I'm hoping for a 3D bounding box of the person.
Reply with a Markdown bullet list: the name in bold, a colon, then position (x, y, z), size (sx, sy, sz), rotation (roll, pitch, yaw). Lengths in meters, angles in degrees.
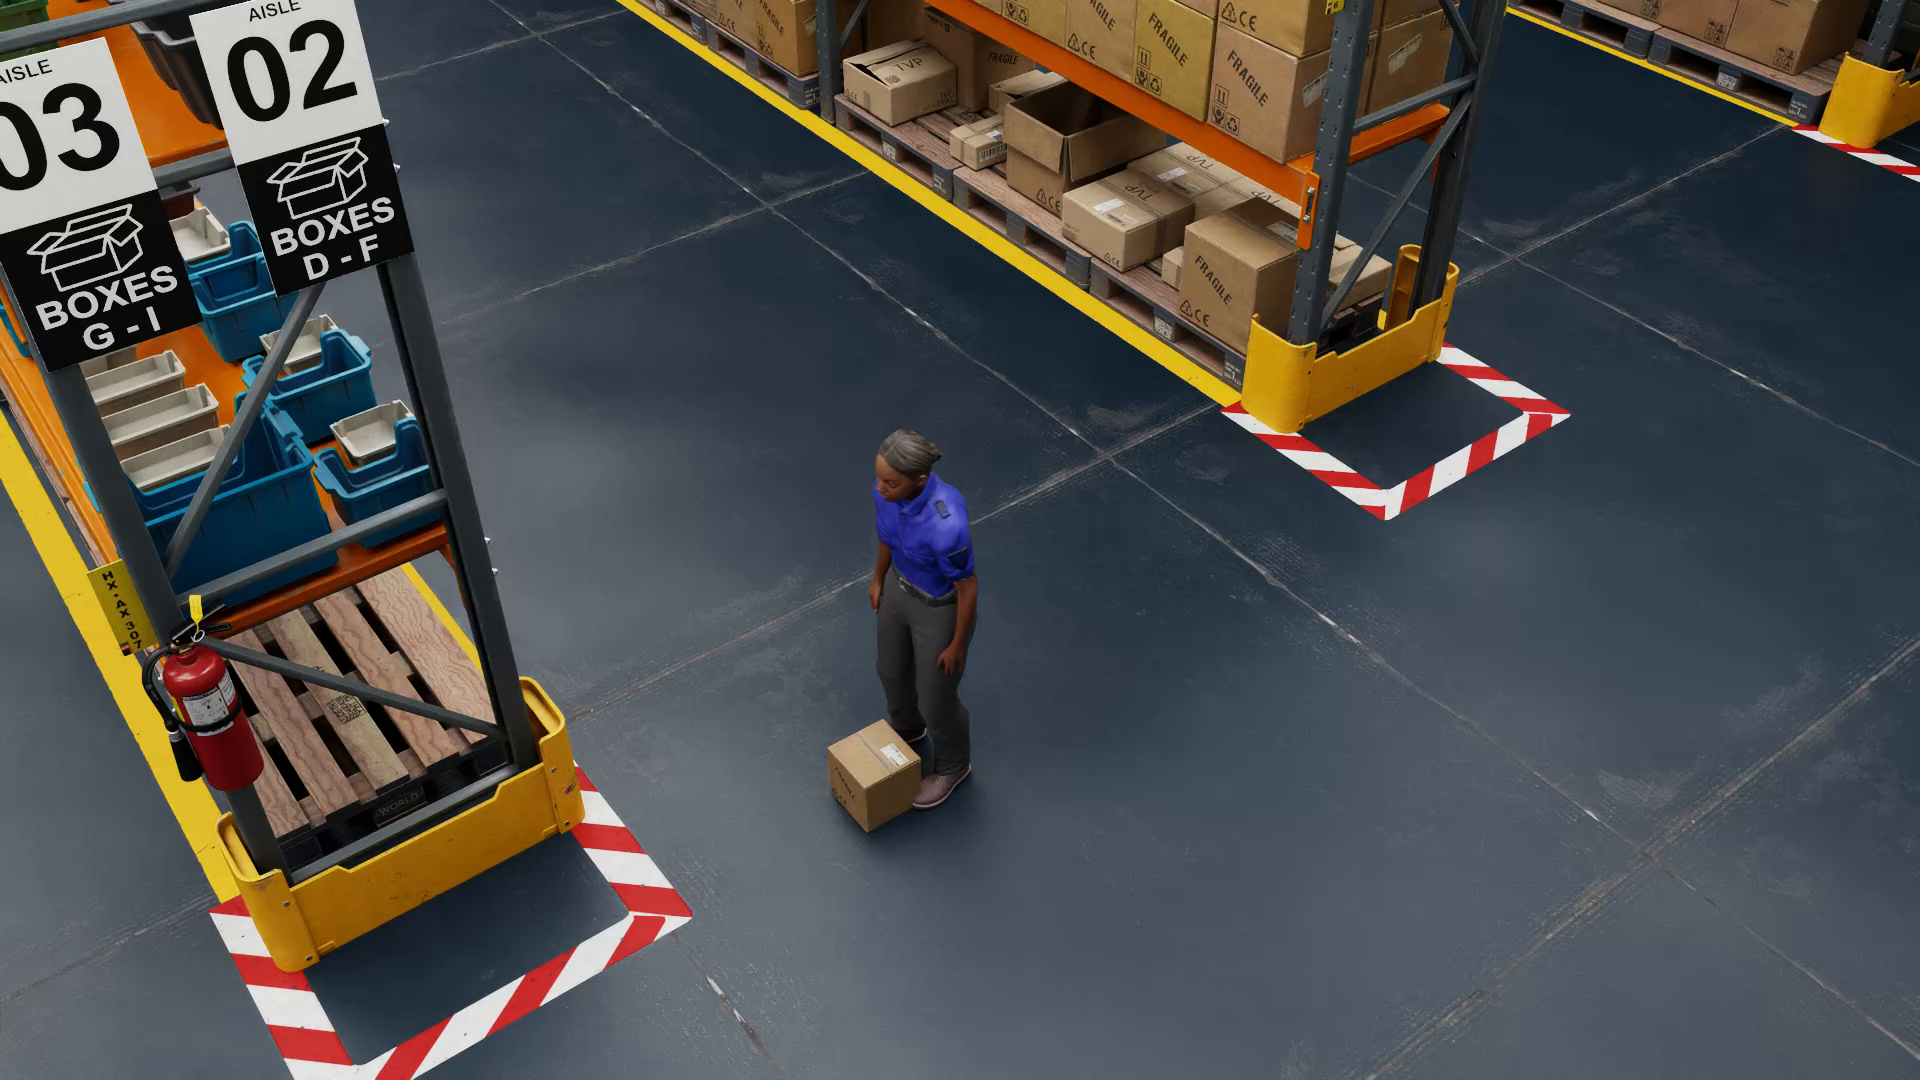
- **person**: position (-0.144, 0.249, 5.870), size (0.353, 1.654, 0.516), rotation (-27, 47, -28)
